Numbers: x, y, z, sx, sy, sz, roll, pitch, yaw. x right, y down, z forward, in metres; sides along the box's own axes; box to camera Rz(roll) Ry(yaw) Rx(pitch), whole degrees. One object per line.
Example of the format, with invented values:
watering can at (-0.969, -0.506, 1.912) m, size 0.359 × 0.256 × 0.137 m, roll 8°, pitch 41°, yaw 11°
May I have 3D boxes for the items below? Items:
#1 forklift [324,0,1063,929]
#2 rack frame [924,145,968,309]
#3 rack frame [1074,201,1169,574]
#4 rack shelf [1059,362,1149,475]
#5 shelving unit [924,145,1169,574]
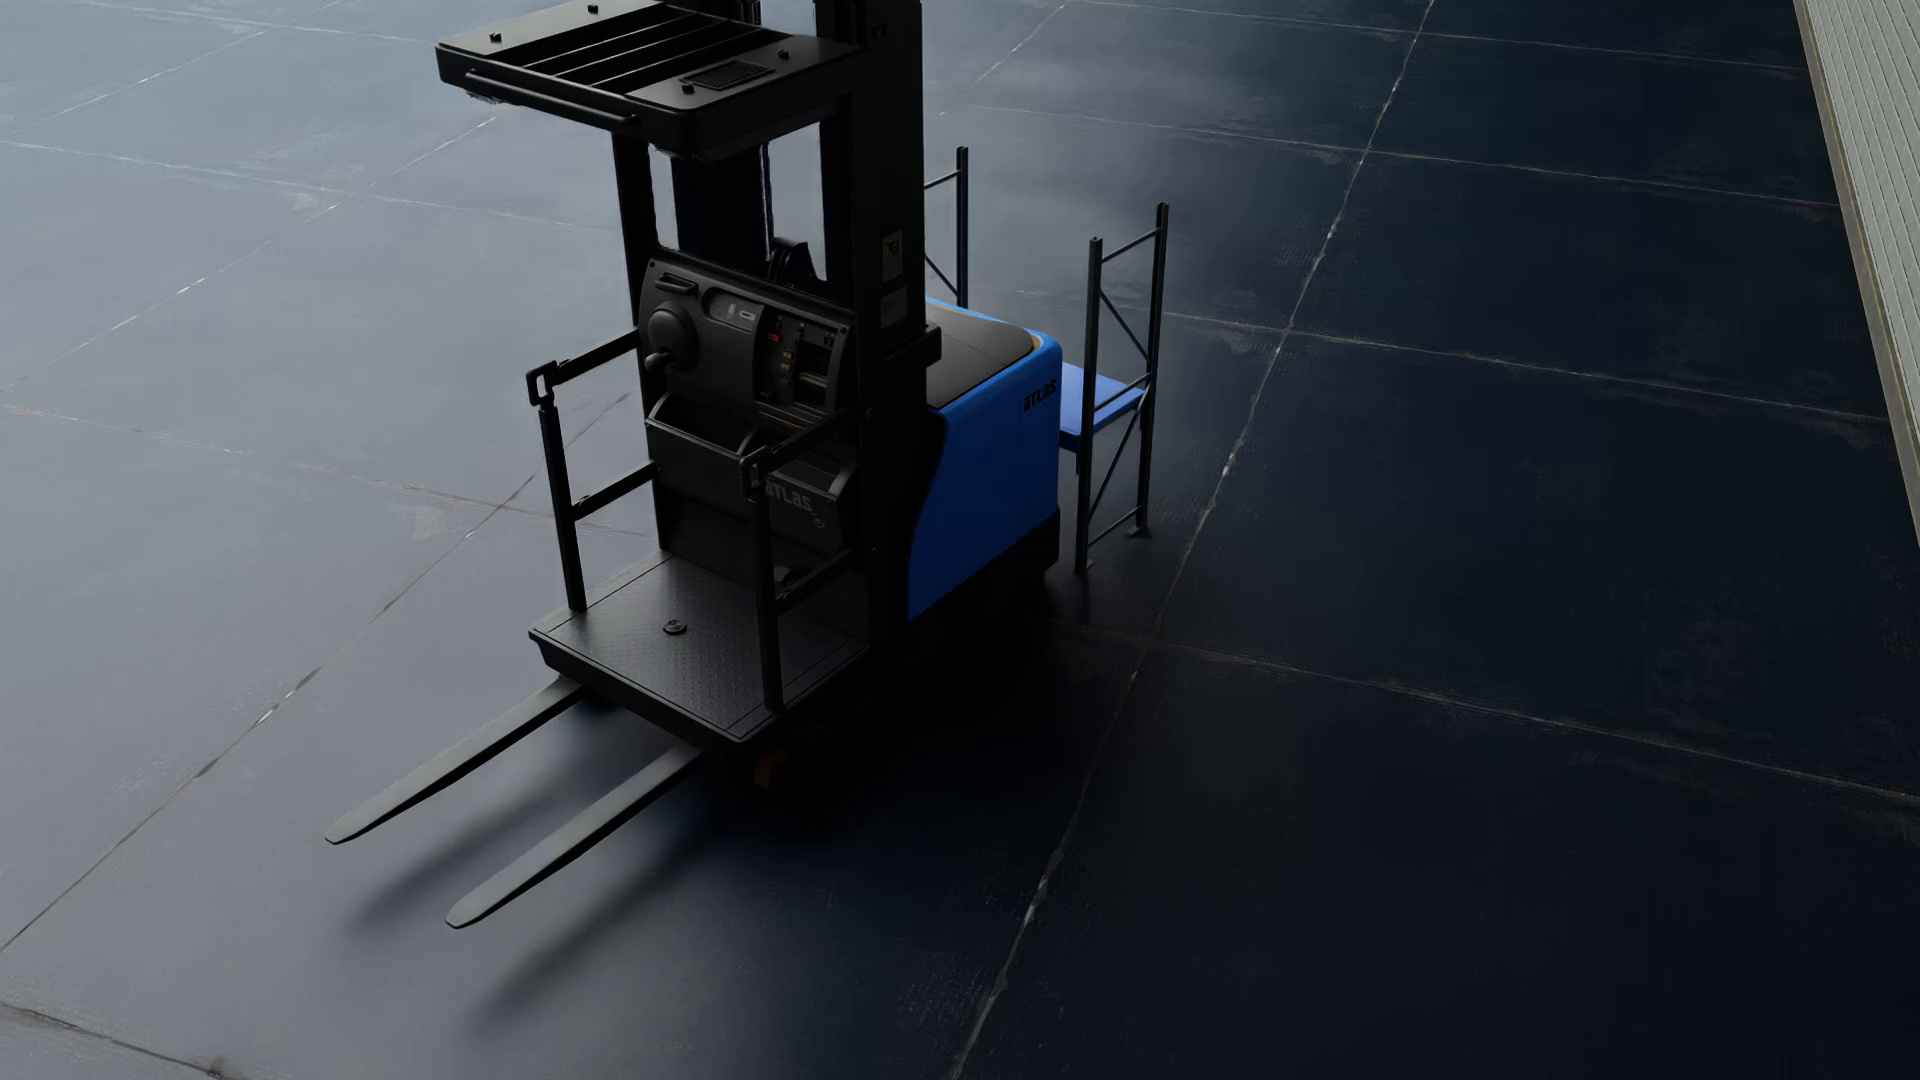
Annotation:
forklift at (-0.872, -0.633, 5.529) m, size 1.130 × 2.935 × 3.031 m, roll 22°, pitch 39°, yaw 30°
rack frame at (-0.134, -0.944, 7.329) m, size 0.032 × 1.500 × 0.500 m, roll 24°, pitch 40°, yaw 32°
rack frame at (0.655, -0.596, 6.790) m, size 0.032 × 1.500 × 0.500 m, roll 24°, pitch 40°, yaw 32°
rack shelf at (0.260, -0.619, 7.157) m, size 1.000 × 0.185 × 0.538 m, roll 24°, pitch 40°, yaw 32°
shelving unit at (0.260, -0.770, 7.060) m, size 1.048 × 1.500 × 0.538 m, roll 24°, pitch 40°, yaw 32°
